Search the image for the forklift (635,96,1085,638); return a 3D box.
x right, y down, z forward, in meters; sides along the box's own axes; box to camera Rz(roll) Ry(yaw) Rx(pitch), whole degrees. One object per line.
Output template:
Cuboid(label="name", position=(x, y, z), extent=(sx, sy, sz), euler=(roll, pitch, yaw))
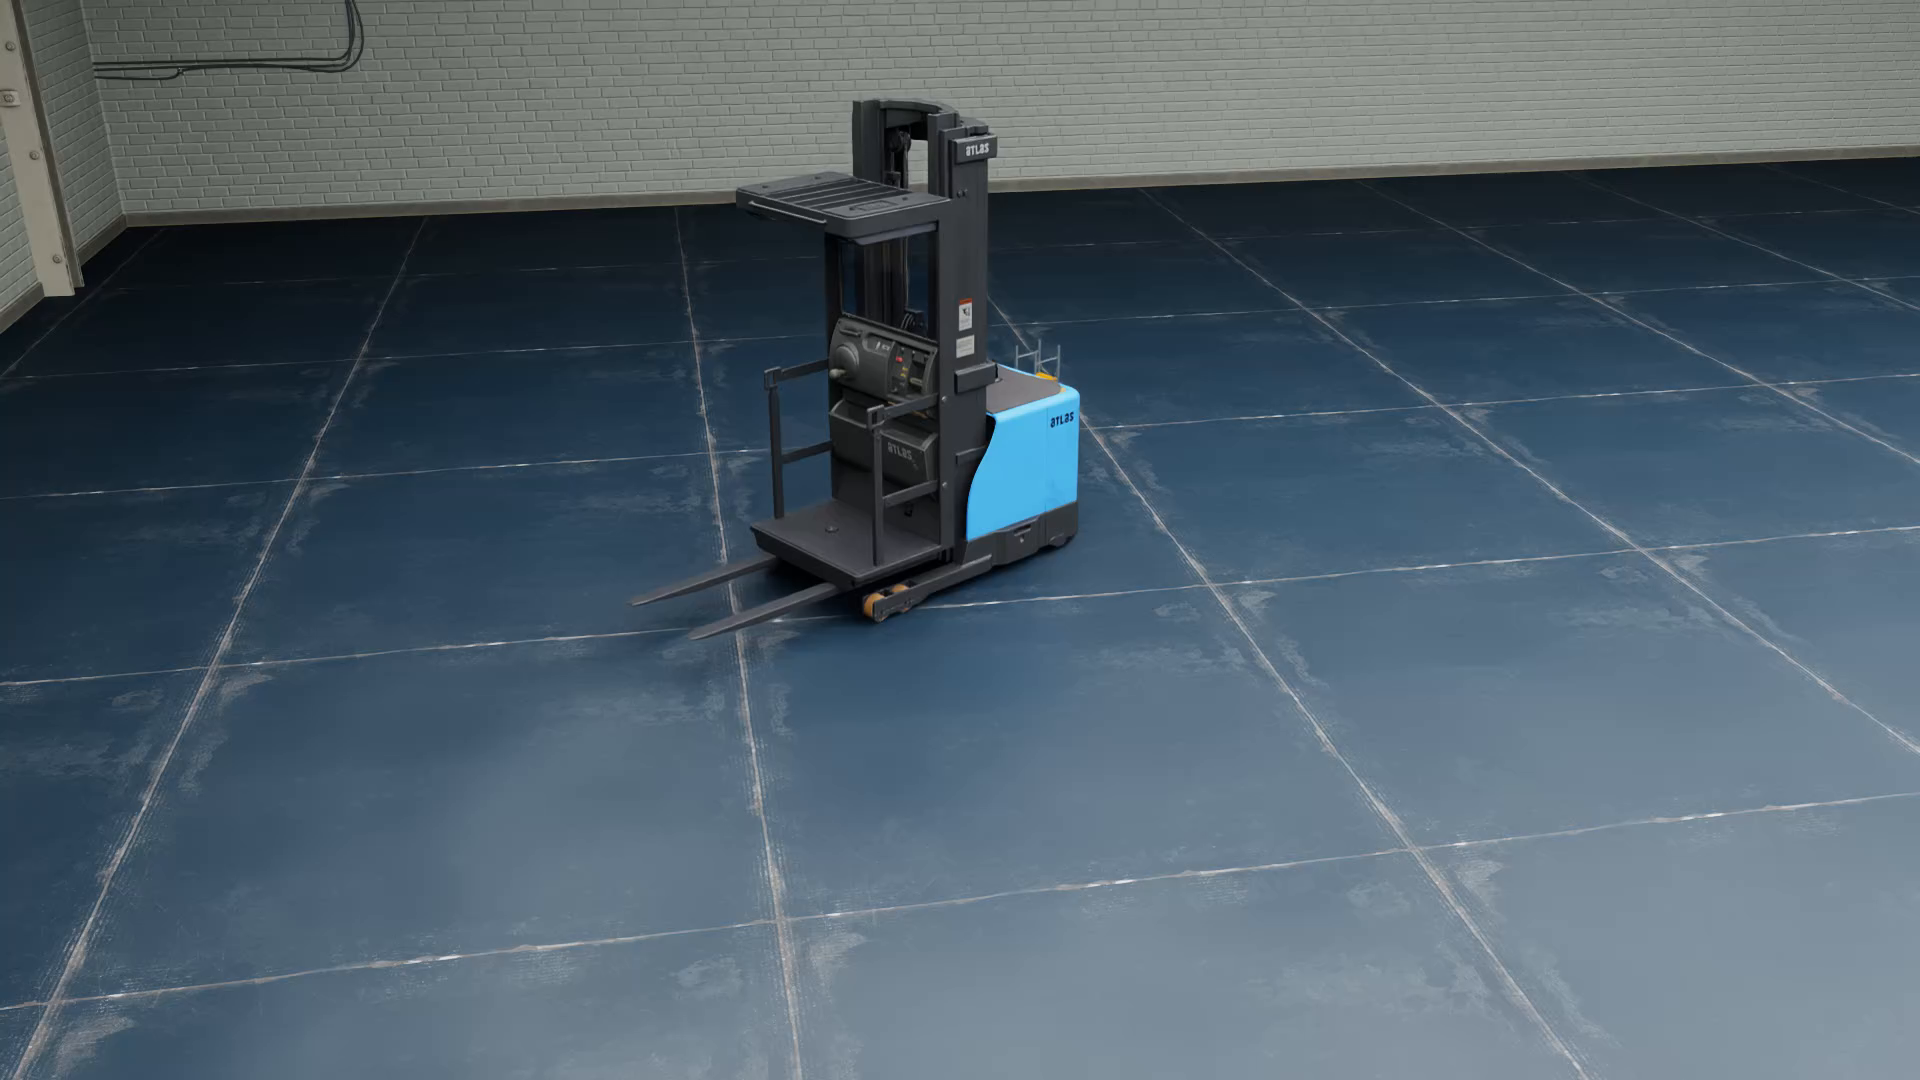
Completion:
Cuboid(label="forklift", position=(-0.594, -1.096, 10.098), extent=(3.031, 2.935, 1.130), euler=(-20, 31, -38))

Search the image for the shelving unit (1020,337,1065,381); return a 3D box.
Cuboid(label="shelving unit", position=(0.562, -0.784, 11.545), extent=(0.258, 1.200, 0.189), euler=(-20, 31, -38))

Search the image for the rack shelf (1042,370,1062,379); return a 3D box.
Cuboid(label="rack shelf", position=(0.563, -1.073, 11.419), extent=(0.258, 0.103, 0.180), euler=(-20, 31, -38))

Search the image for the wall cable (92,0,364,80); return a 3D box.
Cuboid(label="wall cable", position=(-8.478, -6.520, 18.814), extent=(3.097, 2.526, 0.112), euler=(-4, 24, -10))

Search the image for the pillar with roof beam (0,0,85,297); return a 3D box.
Cuboid(label="pillar with roof beam", position=(-5.002, -7.005, 16.045), extent=(9.100, 9.000, 0.400), euler=(-4, 24, -10))

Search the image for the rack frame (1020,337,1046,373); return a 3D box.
Cuboid(label="rack frame", position=(0.500, -0.811, 11.606), extent=(0.240, 1.200, 0.006), euler=(-20, 31, -38))

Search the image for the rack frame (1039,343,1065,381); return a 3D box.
Cuboid(label="rack frame", position=(0.624, -0.757, 11.483), extent=(0.240, 1.200, 0.006), euler=(-20, 31, -38))
